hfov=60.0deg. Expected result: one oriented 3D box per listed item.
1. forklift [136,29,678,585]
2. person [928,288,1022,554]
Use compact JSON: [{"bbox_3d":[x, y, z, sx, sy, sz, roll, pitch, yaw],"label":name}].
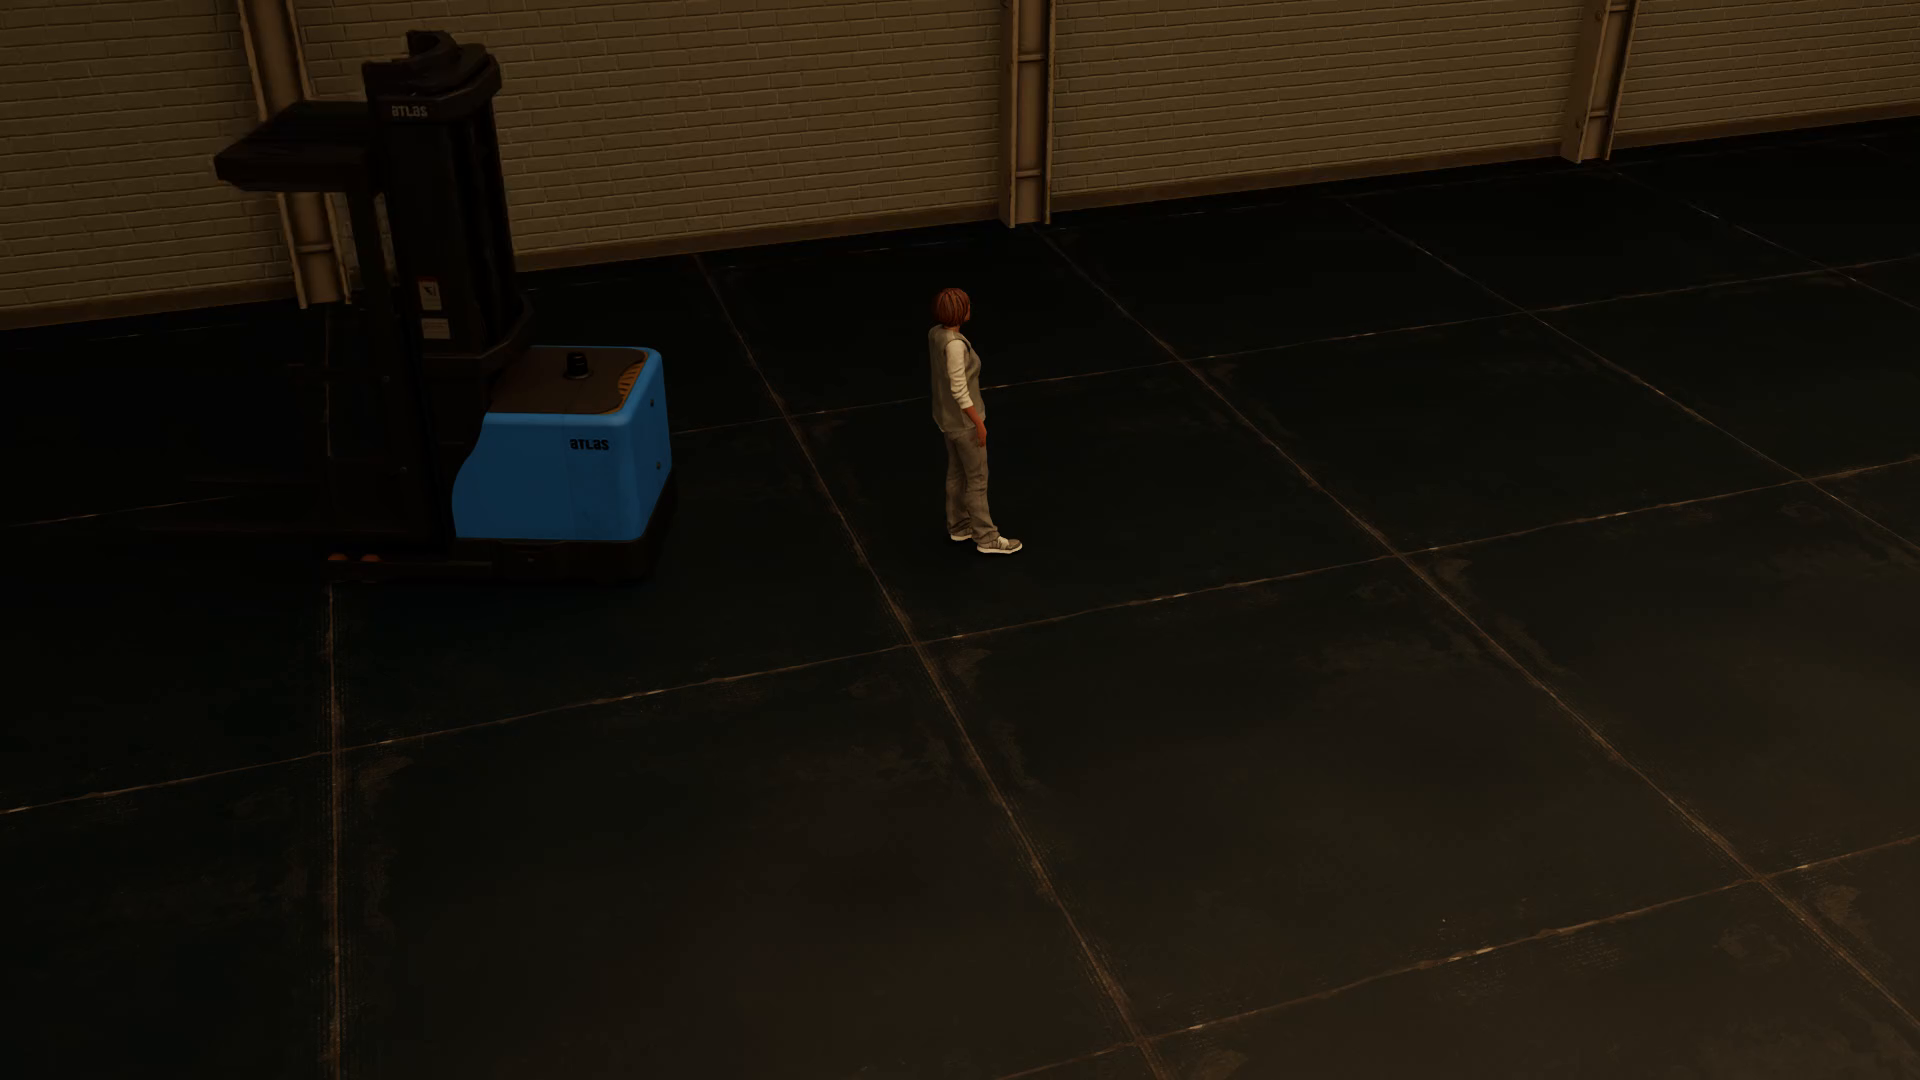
[{"bbox_3d":[-3.283,-1.279,9.311,3.031,2.935,1.130,1,30,2],"label":"forklift"},{"bbox_3d":[0.074,-0.704,9.633,0.475,1.596,0.521,-10,31,-16],"label":"person"}]
